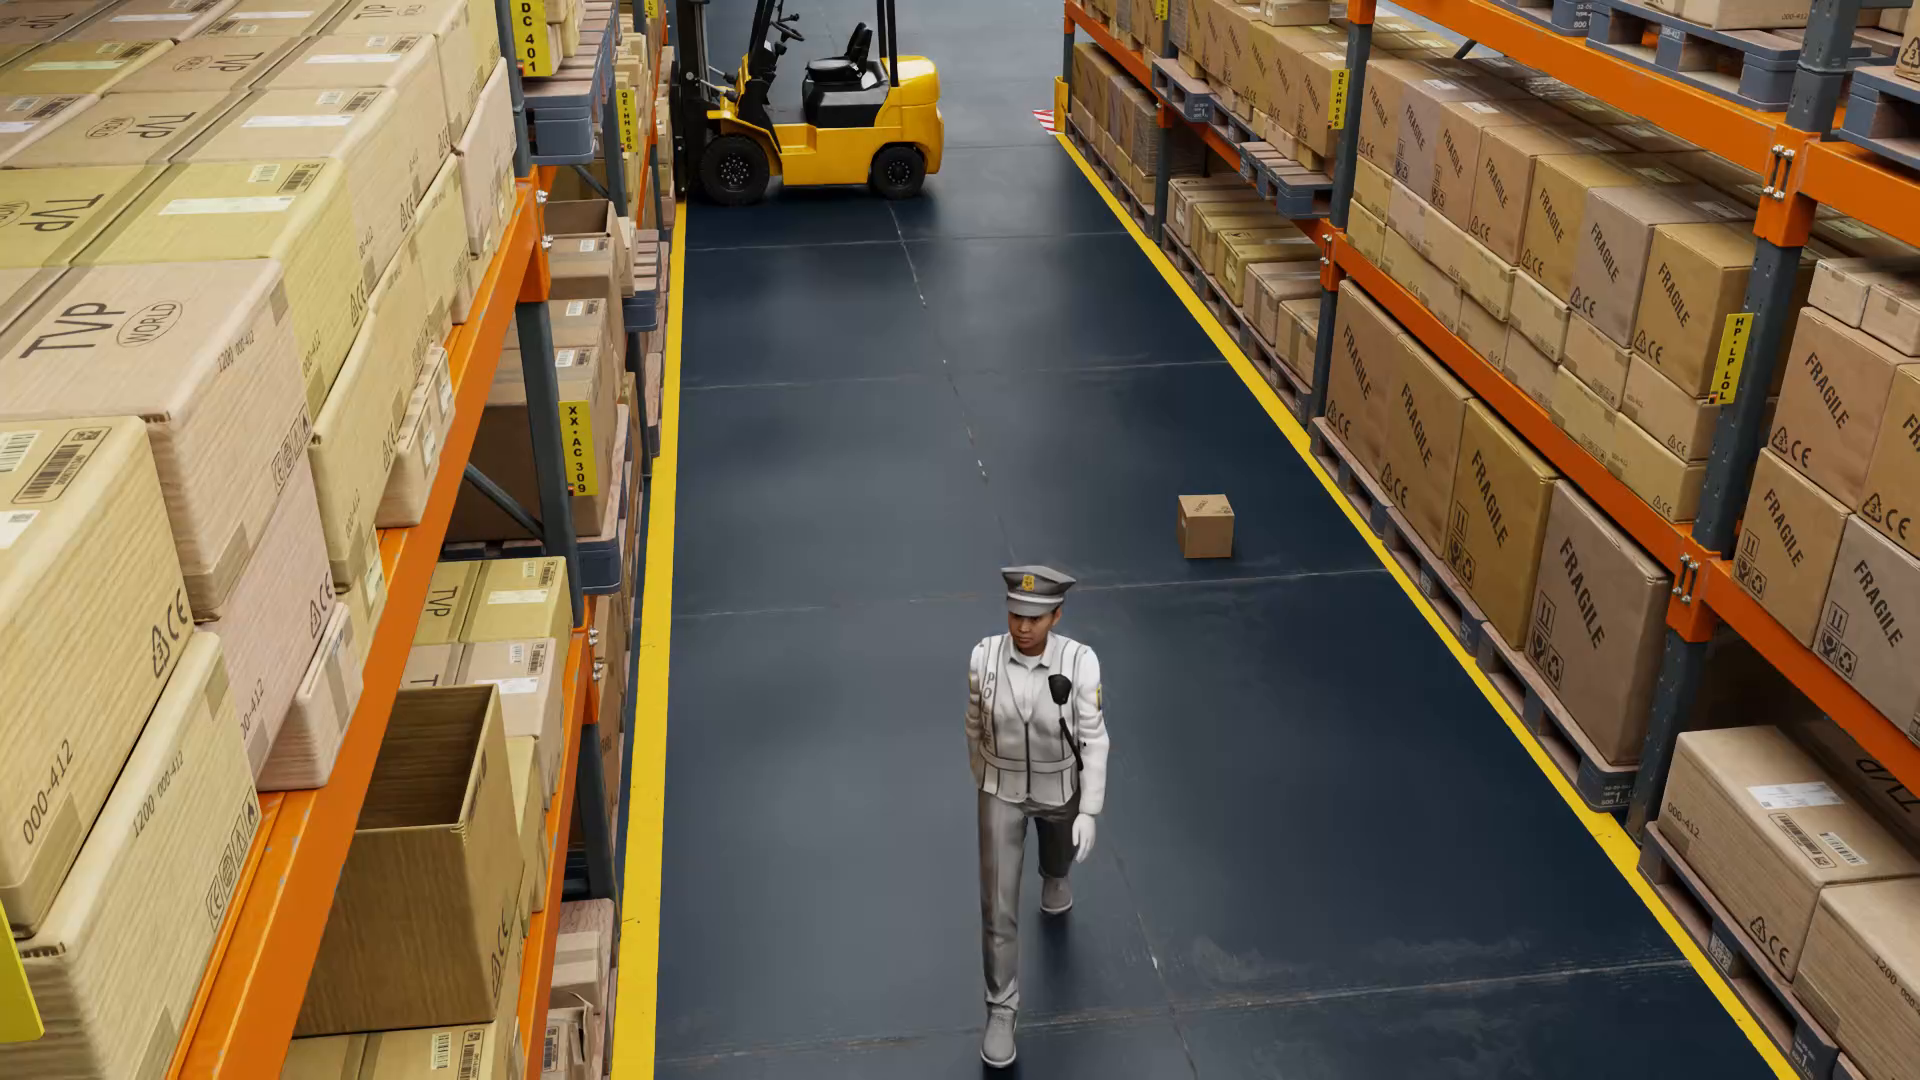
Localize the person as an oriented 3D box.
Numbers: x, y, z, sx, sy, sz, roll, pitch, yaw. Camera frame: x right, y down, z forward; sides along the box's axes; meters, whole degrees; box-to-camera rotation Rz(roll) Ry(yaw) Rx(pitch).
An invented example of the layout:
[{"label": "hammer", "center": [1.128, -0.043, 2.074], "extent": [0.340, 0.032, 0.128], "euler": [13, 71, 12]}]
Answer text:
[{"label": "person", "center": [0.248, 0.807, 5.514], "extent": [0.481, 1.639, 1.009], "euler": [2, 27, 4]}]
